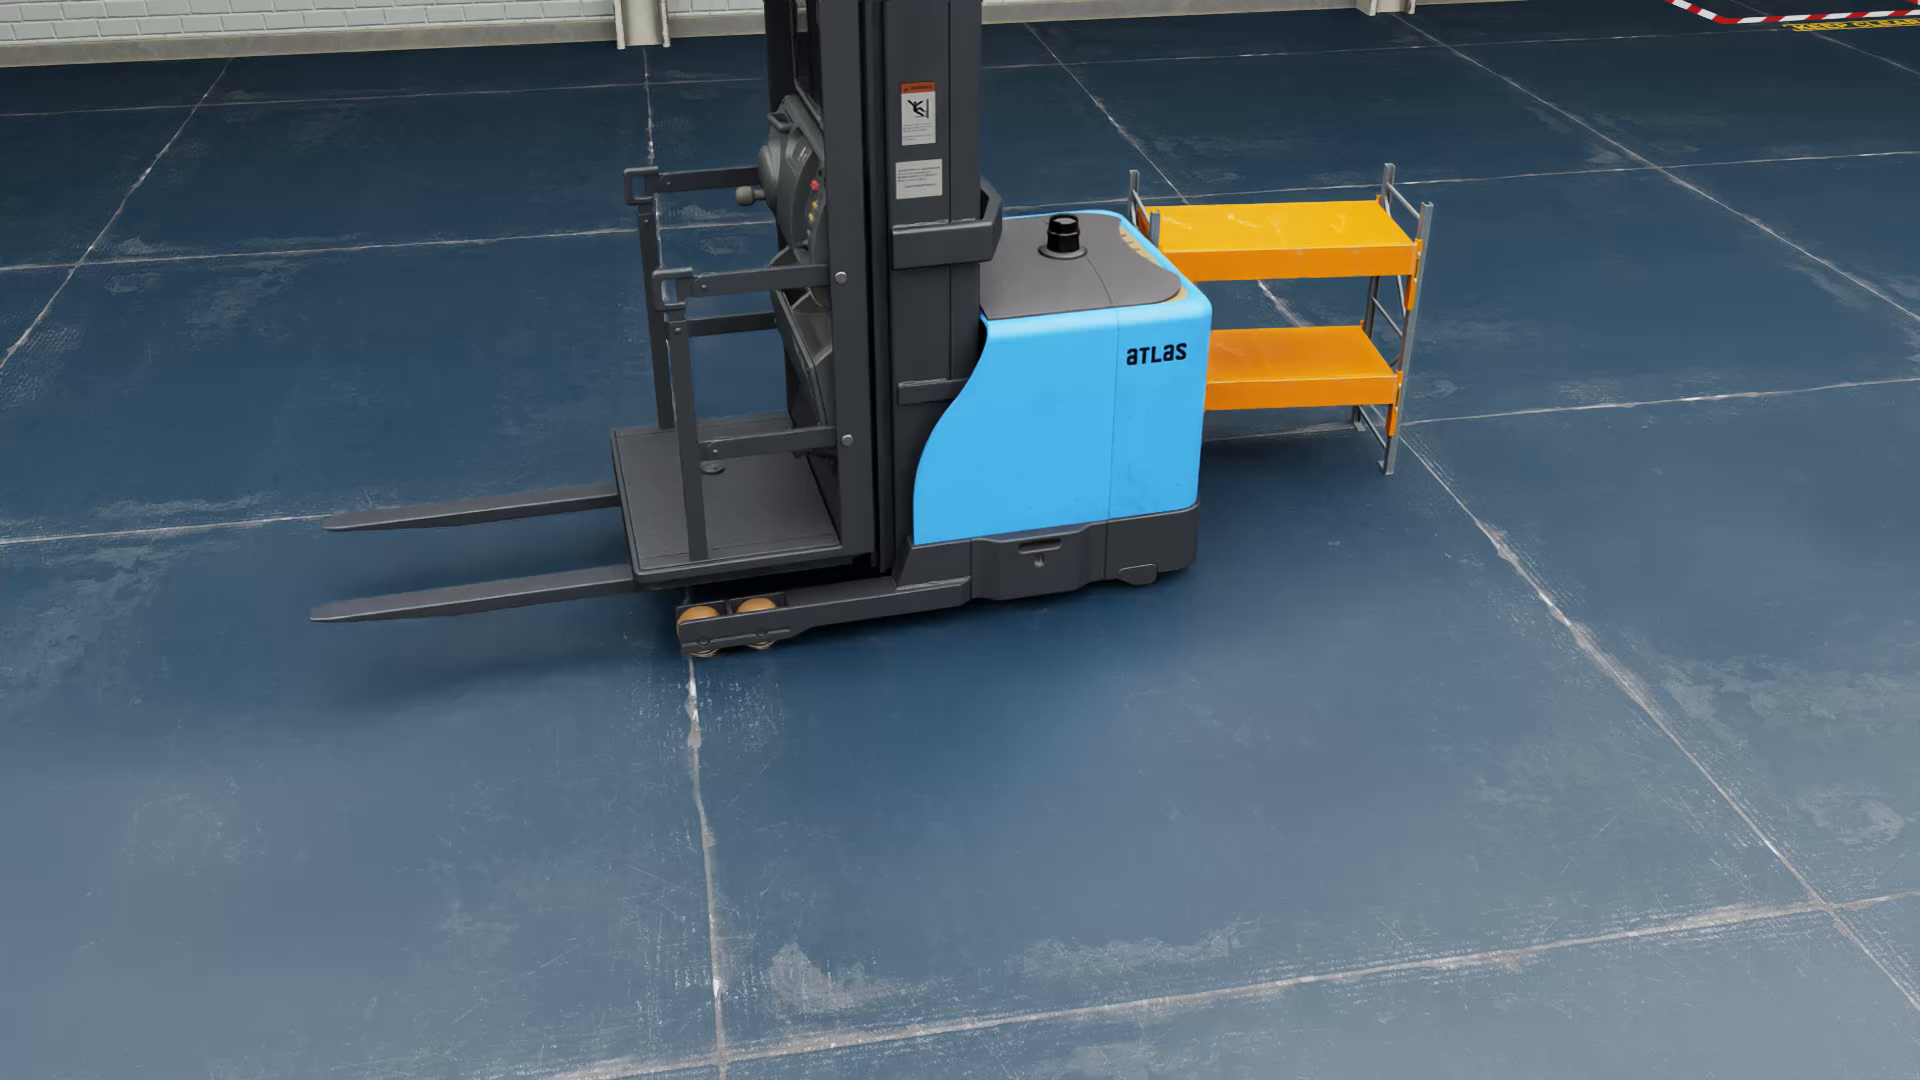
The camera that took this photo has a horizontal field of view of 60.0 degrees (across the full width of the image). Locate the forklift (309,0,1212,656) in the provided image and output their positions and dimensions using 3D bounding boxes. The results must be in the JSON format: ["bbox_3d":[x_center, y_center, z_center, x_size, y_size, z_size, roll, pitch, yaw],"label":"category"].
[{"bbox_3d":[-0.722,-1.170,5.348,3.031,2.935,1.130,-8,31,-13],"label":"forklift"}]

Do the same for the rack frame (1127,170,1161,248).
[{"bbox_3d":[0.696,-0.832,6.554,0.032,1.125,0.500,-2,31,-4],"label":"rack frame"}]

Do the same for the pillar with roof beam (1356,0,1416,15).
[{"bbox_3d":[4.259,-6.081,7.714,0.400,9.000,9.100,-5,31,-9],"label":"pillar with roof beam"}]

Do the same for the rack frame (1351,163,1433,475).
[{"bbox_3d":[1.710,-0.874,6.626,0.032,1.125,0.500,-2,31,-4],"label":"rack frame"}]

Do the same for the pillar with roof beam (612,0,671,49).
[{"bbox_3d":[-1.642,-5.533,6.782,0.400,9.000,9.100,-5,31,-9],"label":"pillar with roof beam"}]

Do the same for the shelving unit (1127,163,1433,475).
[{"bbox_3d":[1.203,-0.853,6.590,1.048,1.125,0.538,-2,31,-4],"label":"shelving unit"}]

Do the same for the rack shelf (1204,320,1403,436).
[{"bbox_3d":[1.203,-0.642,6.714,1.000,0.278,0.538,-2,31,-4],"label":"rack shelf"}]

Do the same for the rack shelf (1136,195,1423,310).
[{"bbox_3d":[1.203,-1.105,6.442,1.000,0.278,0.538,-2,31,-4],"label":"rack shelf"}]
